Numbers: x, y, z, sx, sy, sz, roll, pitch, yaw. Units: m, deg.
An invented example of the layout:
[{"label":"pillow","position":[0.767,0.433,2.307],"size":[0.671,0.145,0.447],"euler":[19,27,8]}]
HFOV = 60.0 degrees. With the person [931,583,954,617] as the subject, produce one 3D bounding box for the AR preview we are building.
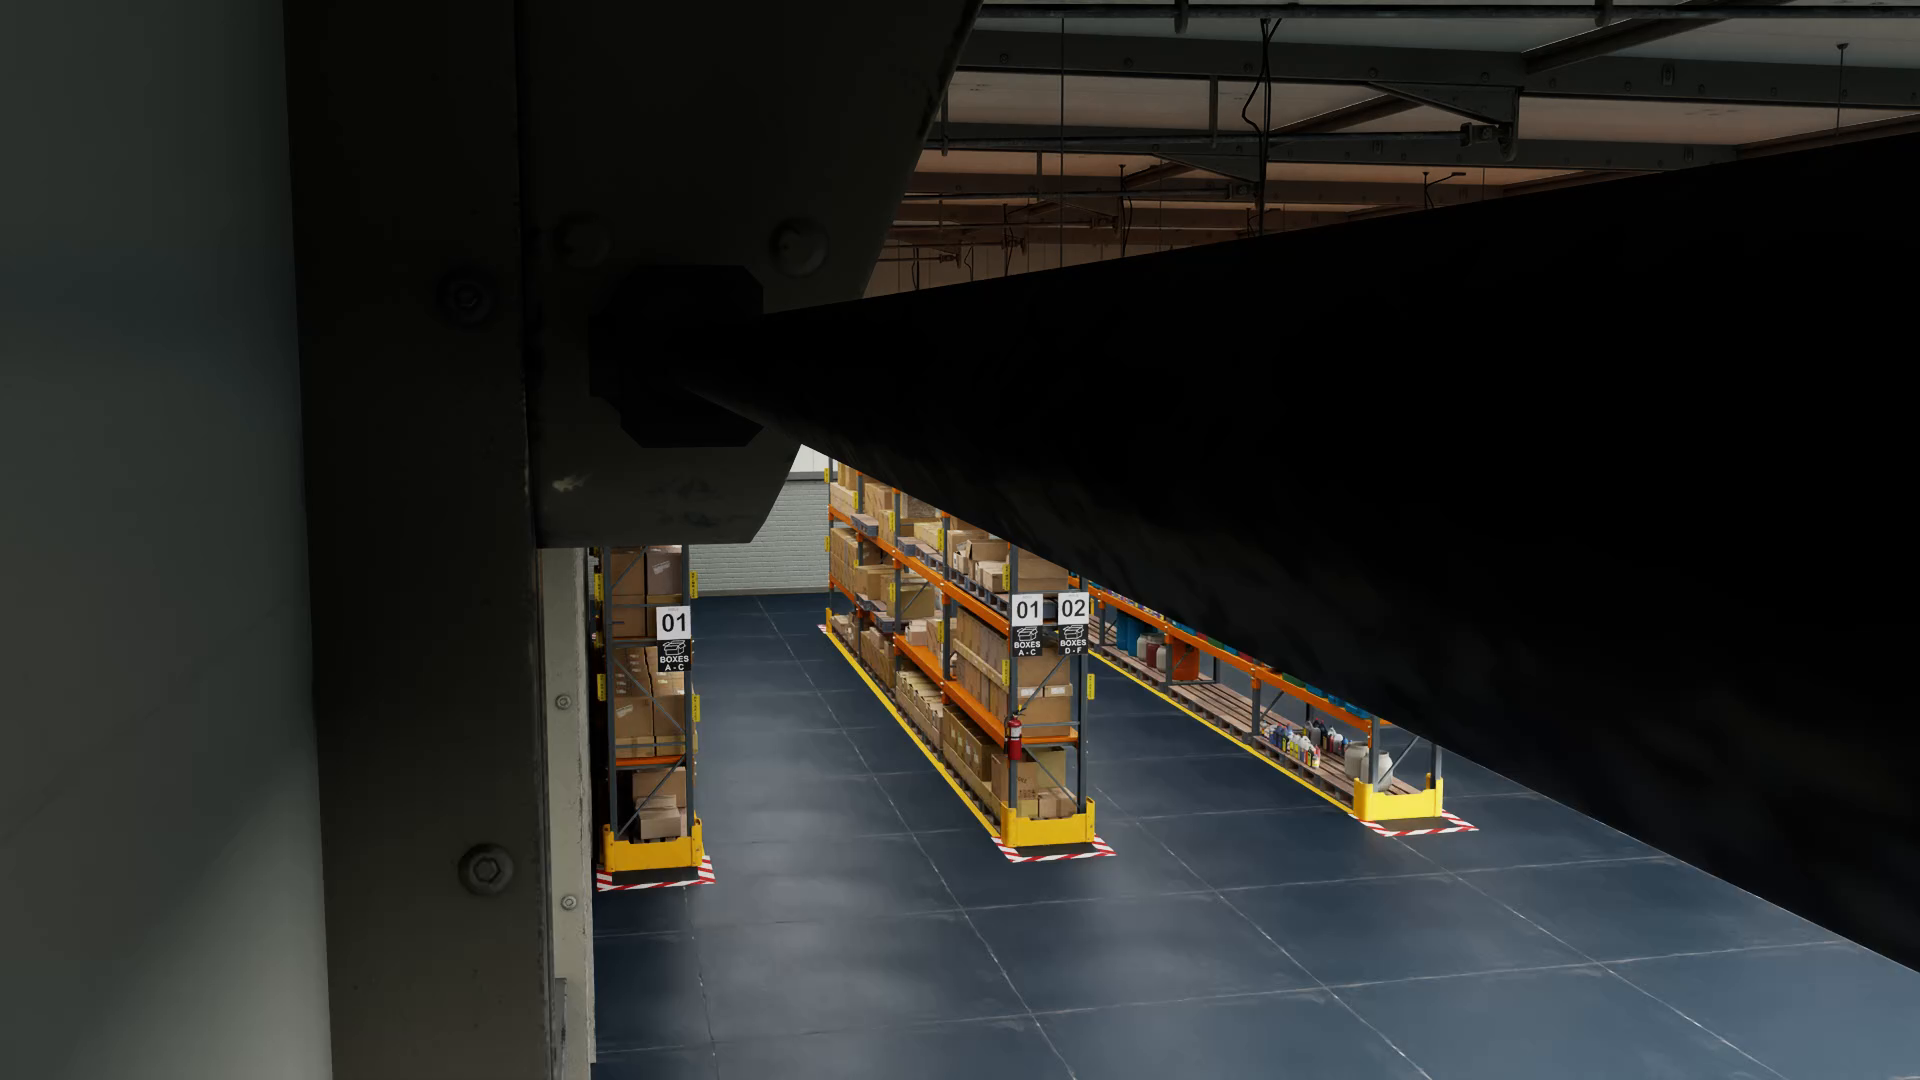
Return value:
[{"label":"person","position":[-0.401,1.245,36.164],"size":[0.634,1.641,0.538],"euler":[-3,7,-24]}]
